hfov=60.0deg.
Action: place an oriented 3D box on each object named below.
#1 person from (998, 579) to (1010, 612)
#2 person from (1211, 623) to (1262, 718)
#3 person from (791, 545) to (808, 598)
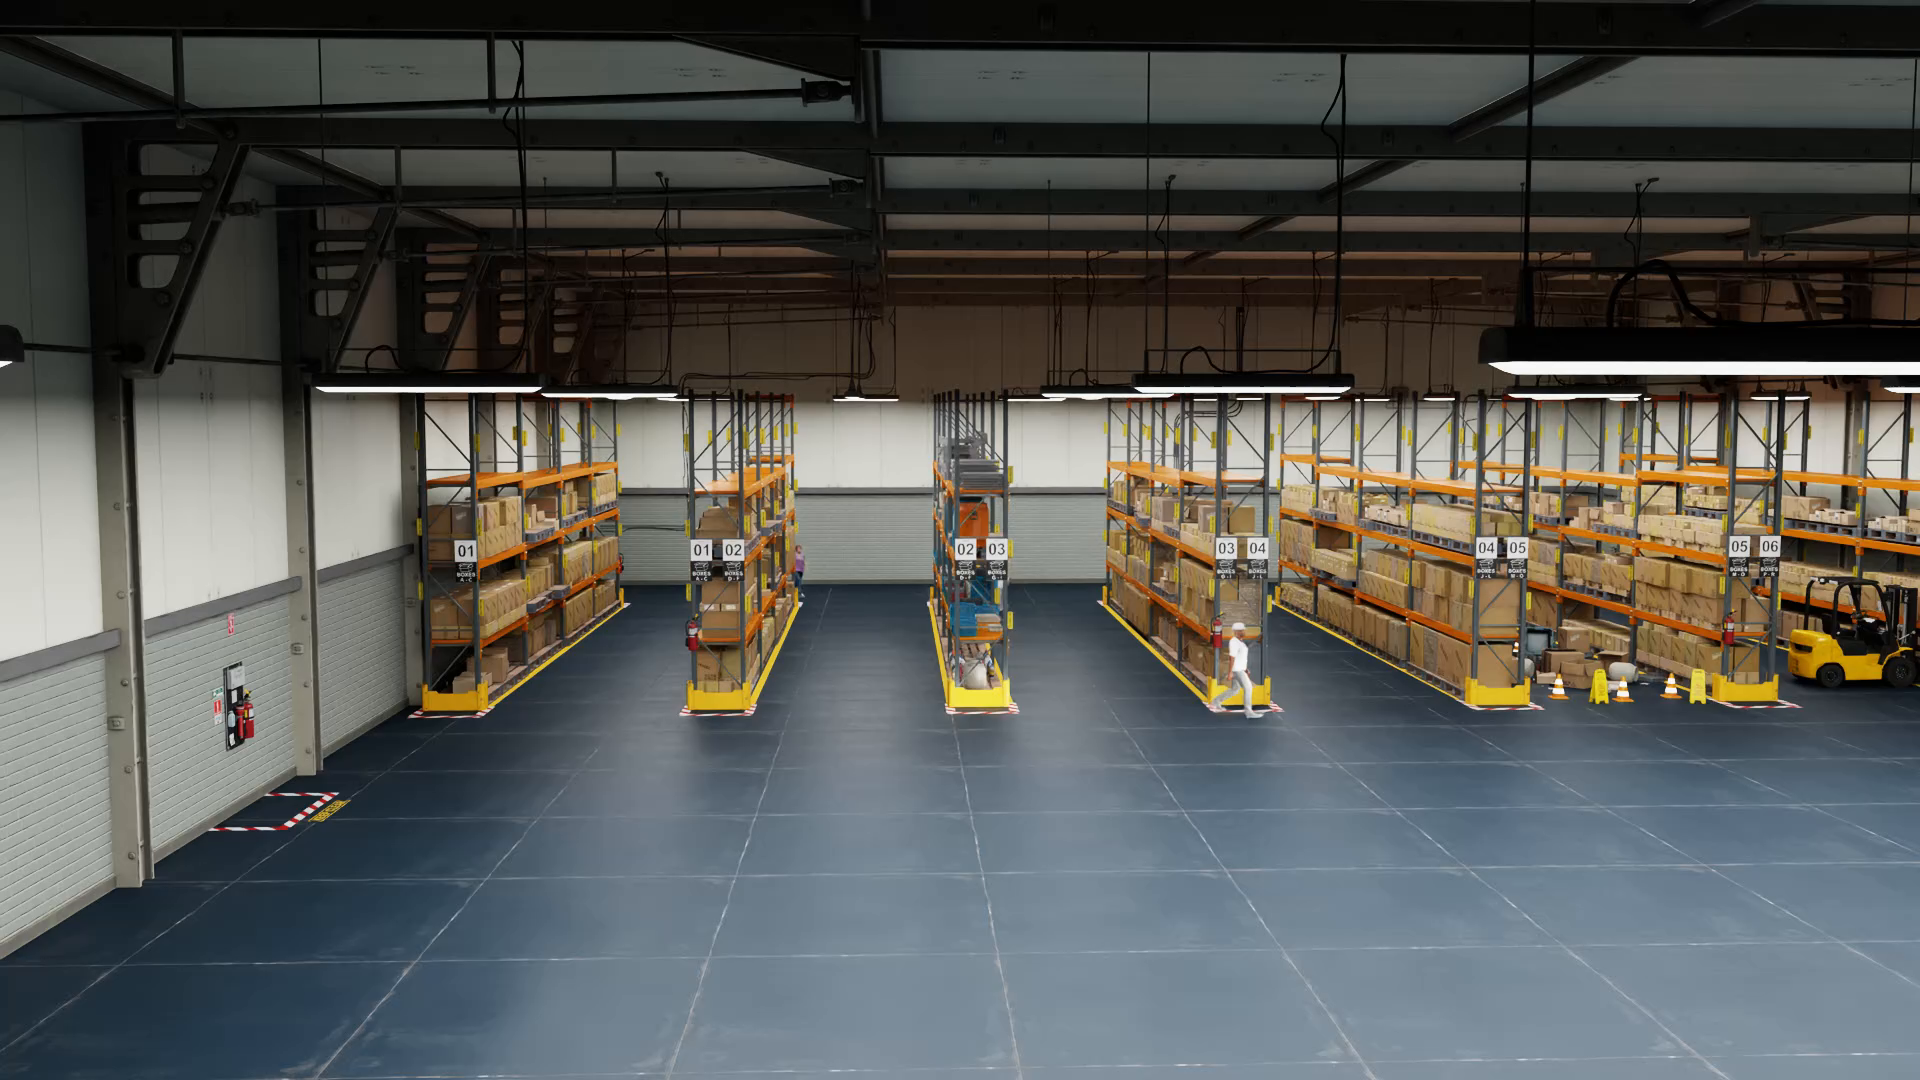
[{"bbox_3d":[1.059,1.097,45.856,0.820,1.766,0.618,-2,5,-26],"label":"person"},{"bbox_3d":[5.077,2.377,30.525,0.956,1.725,0.560,1,5,12],"label":"person"},{"bbox_3d":[-4.788,0.905,49.368,0.431,1.529,1.022,-3,6,-34],"label":"person"}]
